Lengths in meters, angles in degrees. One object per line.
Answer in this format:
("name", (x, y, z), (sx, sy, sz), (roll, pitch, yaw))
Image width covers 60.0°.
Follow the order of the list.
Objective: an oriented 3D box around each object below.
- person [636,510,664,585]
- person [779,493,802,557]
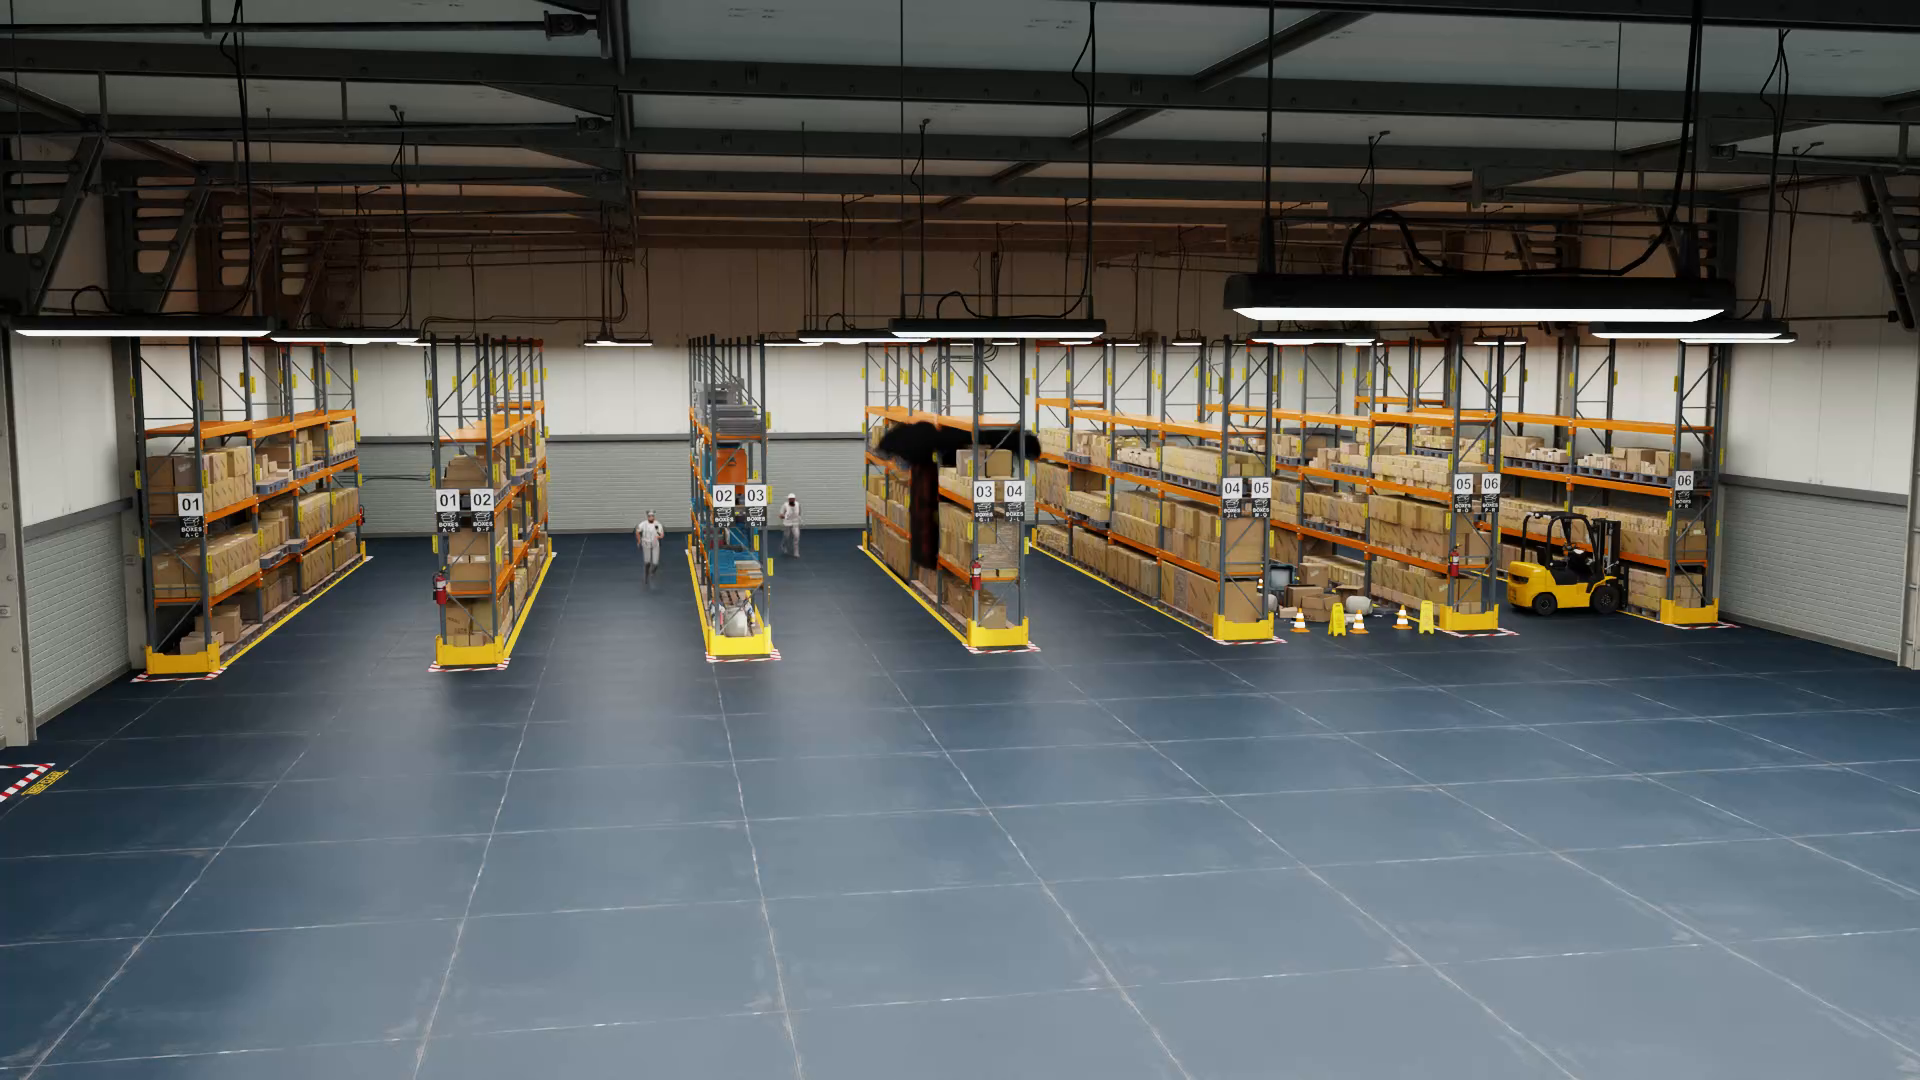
("person", (-7.380, 0.174, 39.674), (0.659, 1.801, 0.654), (-2, 7, -15))
("person", (-4.667, -0.422, 45.748), (0.667, 1.746, 1.079), (-3, 7, -22))
